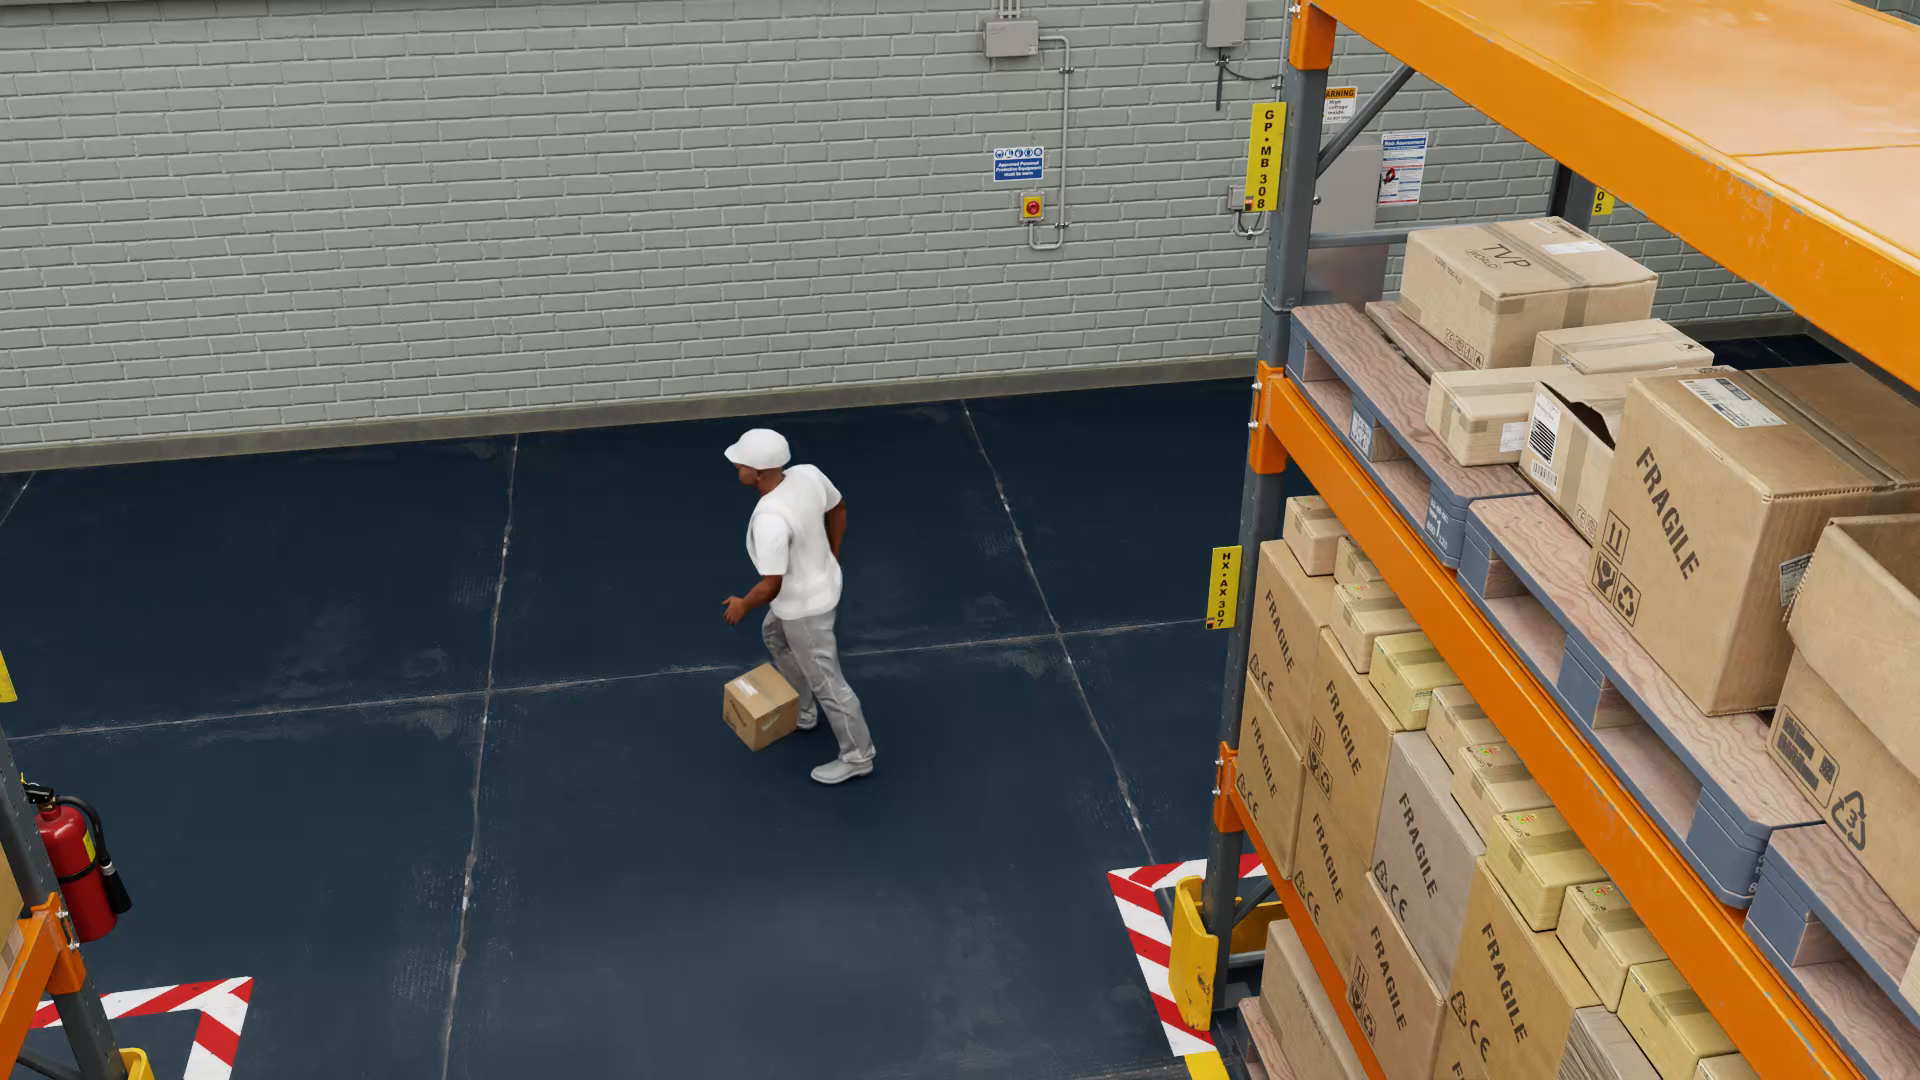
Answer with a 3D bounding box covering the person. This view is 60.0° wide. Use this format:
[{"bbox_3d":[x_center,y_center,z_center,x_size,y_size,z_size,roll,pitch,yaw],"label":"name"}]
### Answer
[{"bbox_3d":[-0.729,0.260,7.703,0.697,1.708,0.667,3,31,5],"label":"person"}]
